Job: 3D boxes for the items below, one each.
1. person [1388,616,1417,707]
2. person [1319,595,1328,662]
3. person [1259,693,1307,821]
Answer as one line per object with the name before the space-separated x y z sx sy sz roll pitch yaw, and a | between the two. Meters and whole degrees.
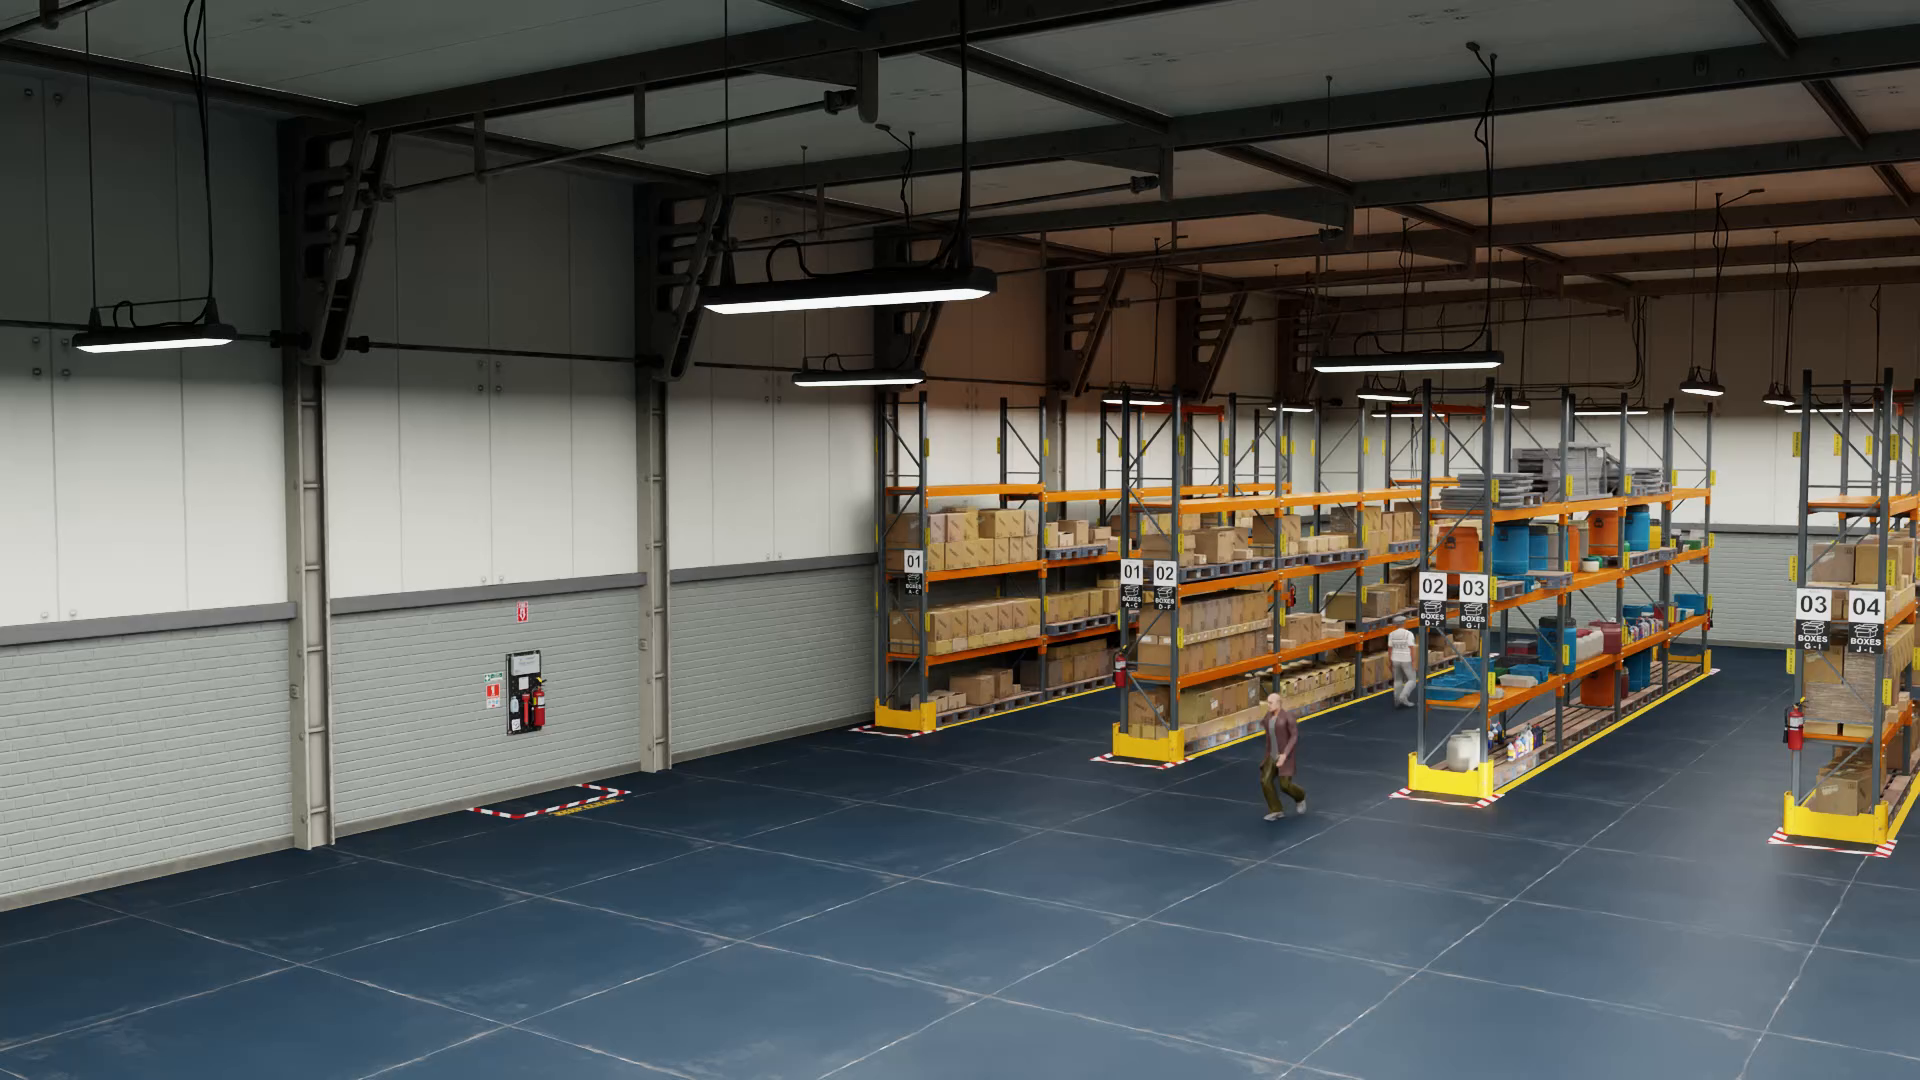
person | 8.492 2.354 31.951 0.603 1.755 0.542 3 4 39
person | 8.203 2.063 37.149 0.586 1.712 1.069 2 4 38
person | 4.362 2.911 22.540 0.849 1.695 0.620 -3 4 -44
